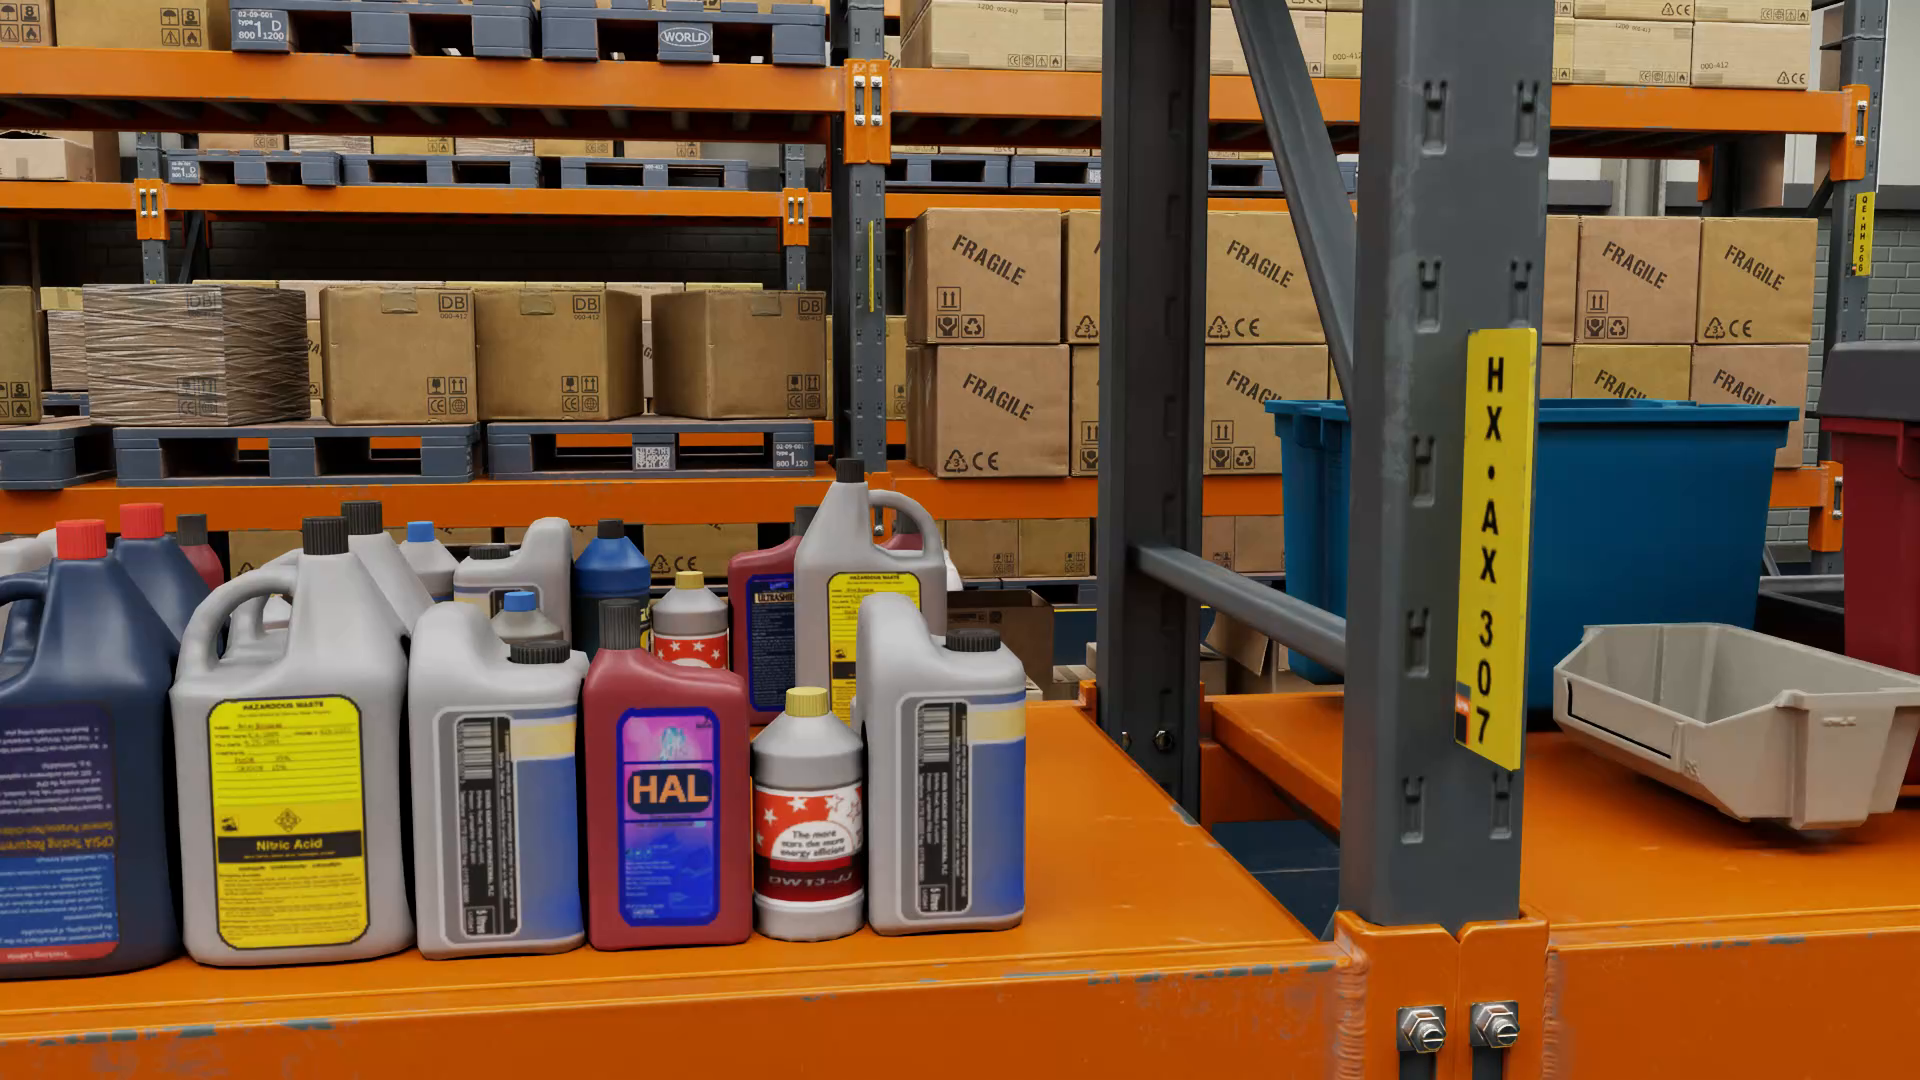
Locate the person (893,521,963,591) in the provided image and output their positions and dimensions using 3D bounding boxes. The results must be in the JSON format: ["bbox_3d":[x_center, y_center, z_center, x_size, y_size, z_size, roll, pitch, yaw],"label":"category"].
[{"bbox_3d":[-0.227,0.337,9.608,0.473,0.853,0.886,-1,7,-9],"label":"person"}]
